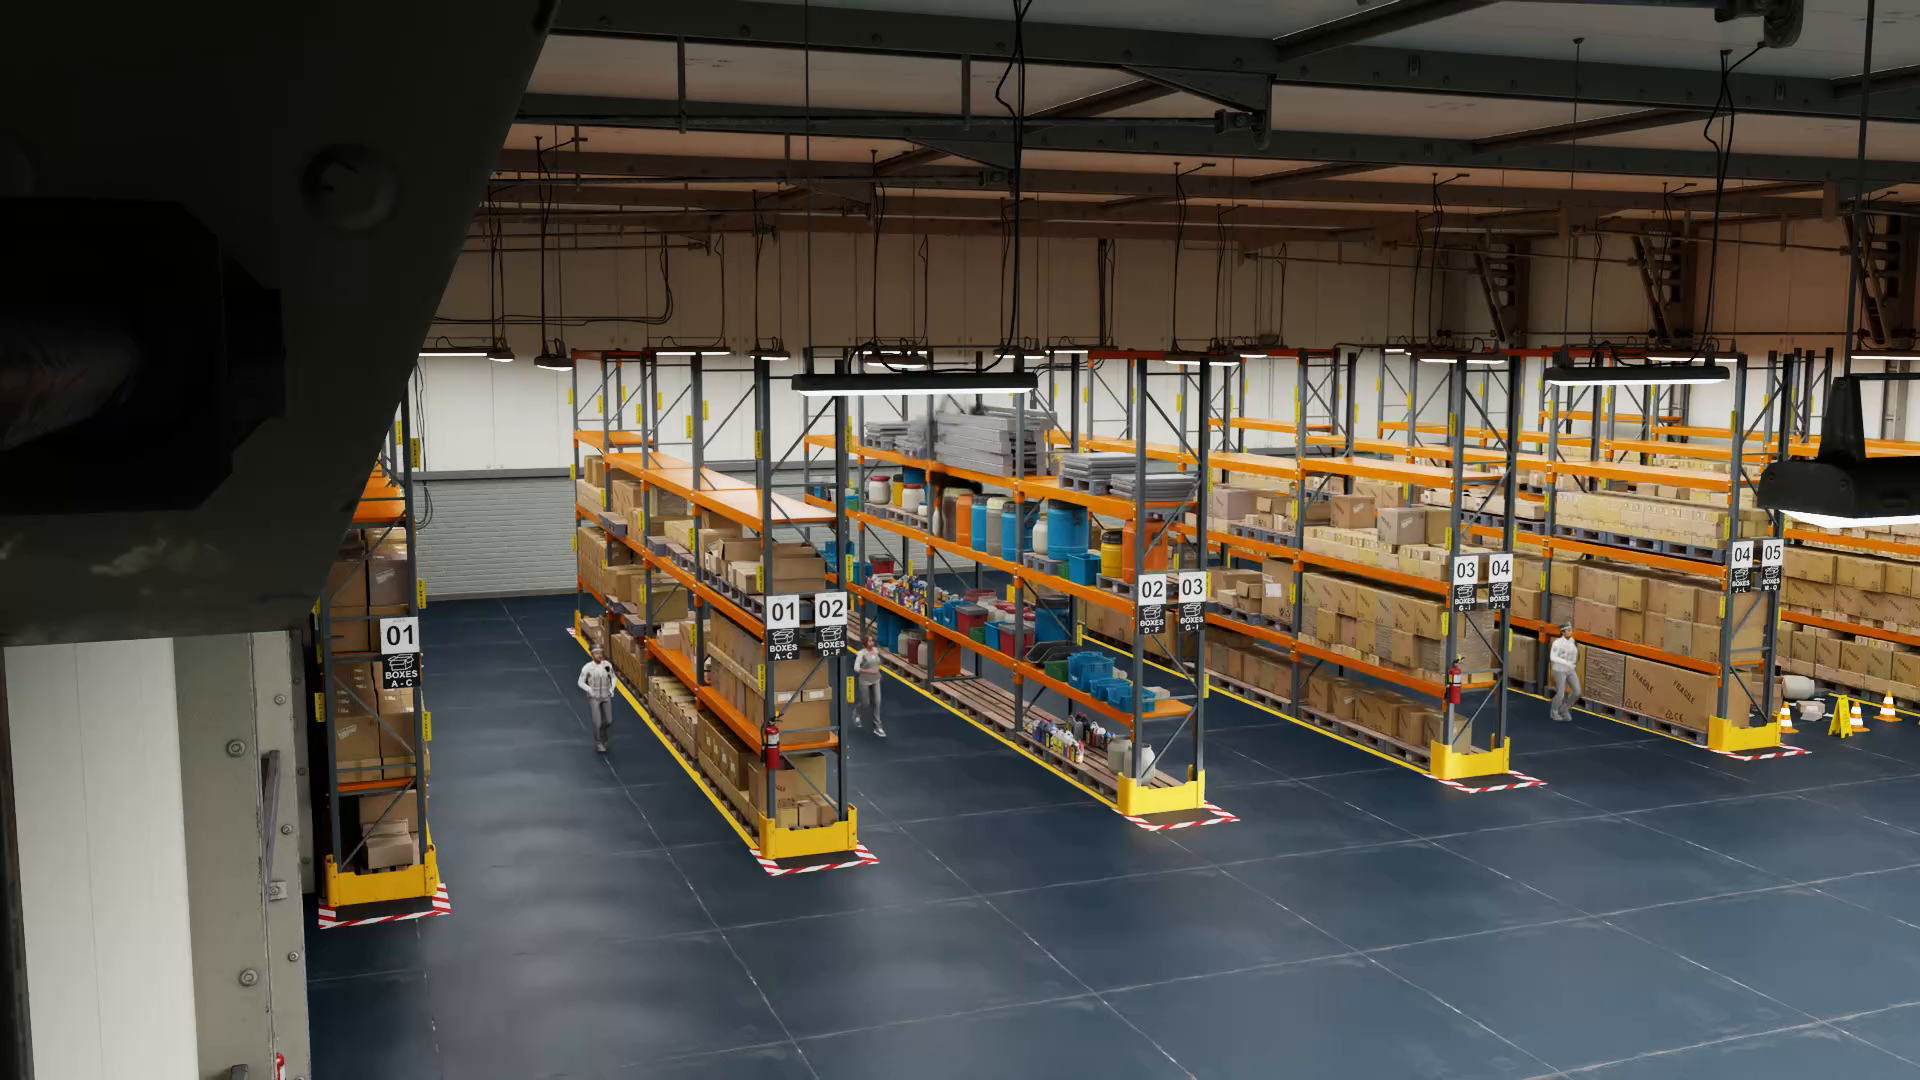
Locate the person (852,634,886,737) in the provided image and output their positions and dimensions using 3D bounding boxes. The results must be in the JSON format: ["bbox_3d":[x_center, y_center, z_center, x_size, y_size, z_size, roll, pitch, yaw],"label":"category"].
[{"bbox_3d":[-1.435,2.259,26.237,0.543,1.586,0.849,-5,9,-34],"label":"person"}]

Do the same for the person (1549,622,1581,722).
[{"bbox_3d":[9.845,2.148,27.022,0.609,1.677,0.627,-3,8,-21],"label":"person"}]

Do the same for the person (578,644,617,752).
[{"bbox_3d":[-5.470,2.382,25.221,0.611,1.649,0.569,-4,8,-26],"label":"person"}]
